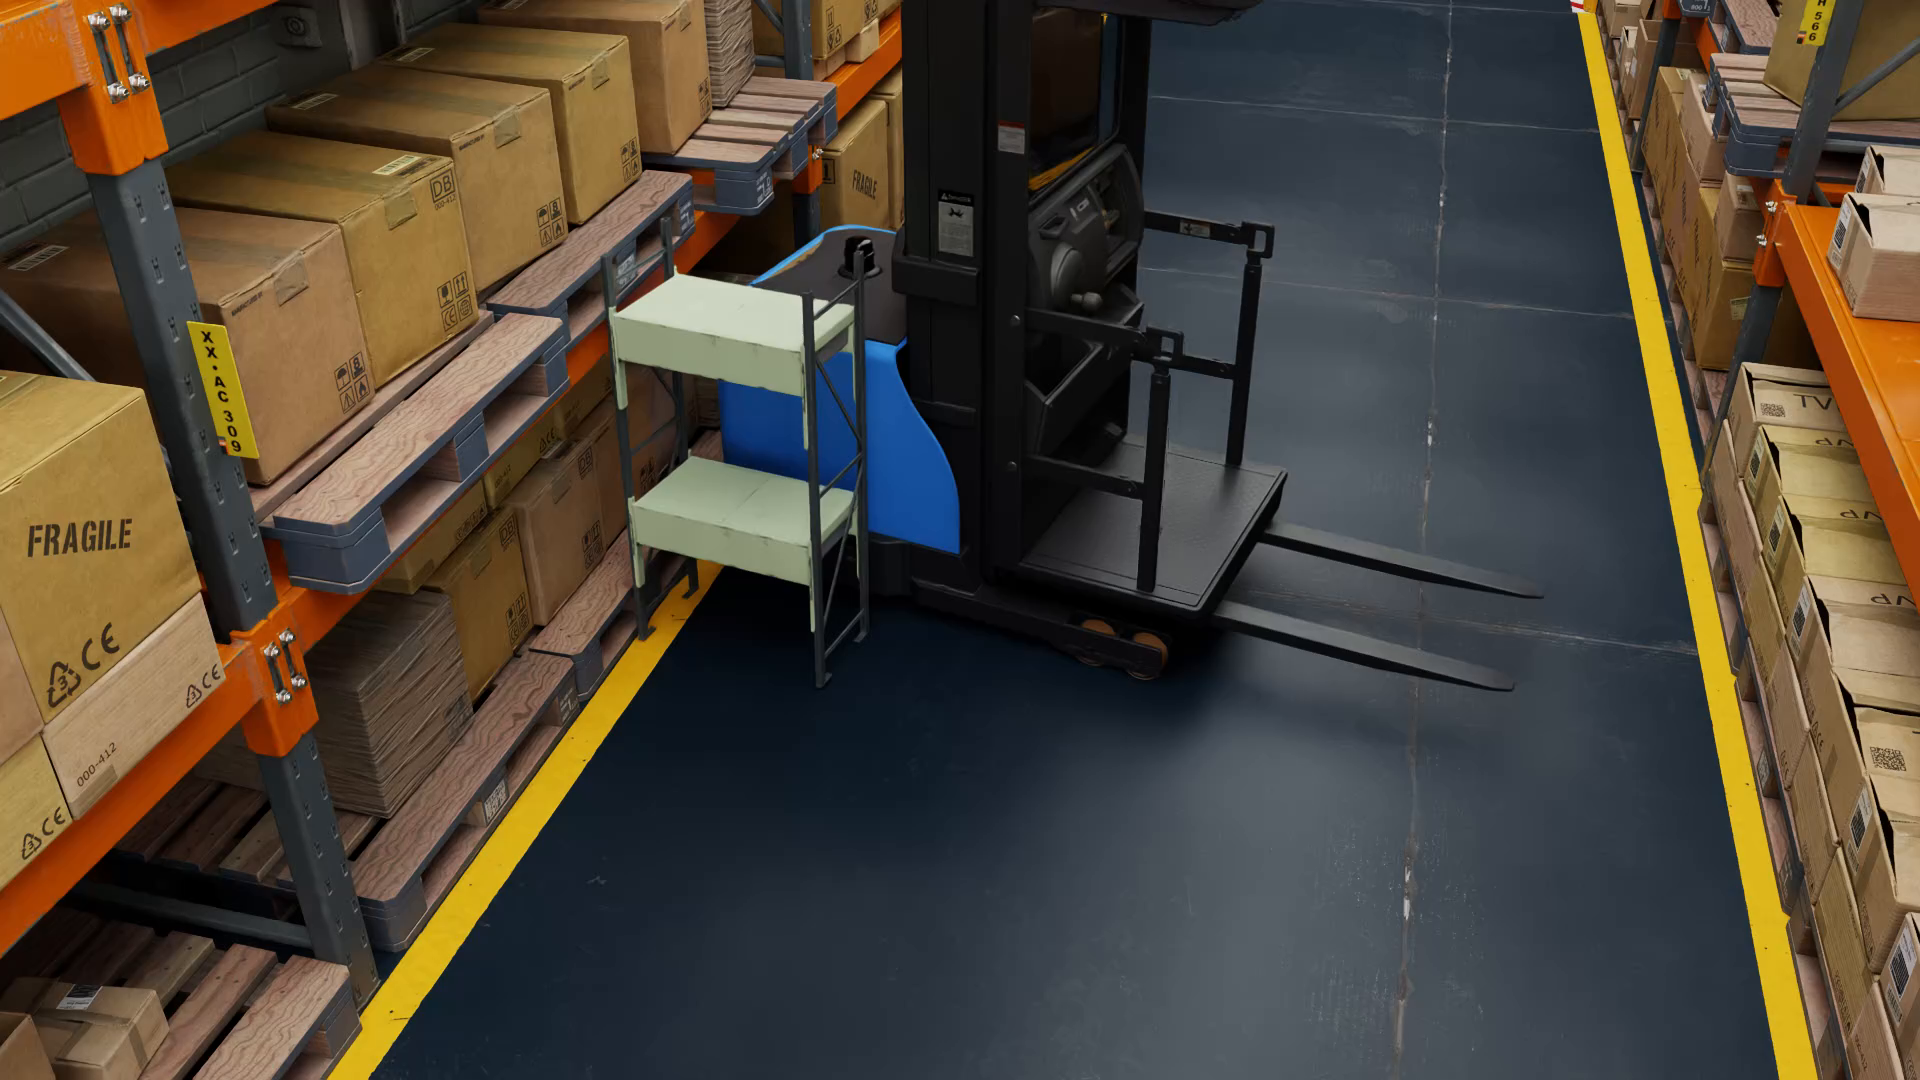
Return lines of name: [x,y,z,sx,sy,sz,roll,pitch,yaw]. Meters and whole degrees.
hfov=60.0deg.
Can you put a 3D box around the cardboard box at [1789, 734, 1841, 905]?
cardboard box: [2.726,0.841,4.802,0.500,0.250,0.500,9,33,13]

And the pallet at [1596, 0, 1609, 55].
pallet: [5.466,-3.956,12.777,1.003,0.211,1.213,8,33,12]

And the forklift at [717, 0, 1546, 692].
forklift: [0.625,-1.062,5.689,3.031,2.935,1.130,15,35,22]

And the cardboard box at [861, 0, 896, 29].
cardboard box: [-0.623,-2.772,7.925,0.500,0.500,0.500,9,34,14]

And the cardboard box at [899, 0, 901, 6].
cardboard box: [-0.450,-2.947,8.805,0.380,0.149,0.250,8,33,13]

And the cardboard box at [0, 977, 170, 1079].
cardboard box: [-2.258,1.260,4.203,0.380,0.166,0.250,4,33,6]

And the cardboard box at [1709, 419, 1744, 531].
cardboard box: [3.239,-0.220,6.472,0.500,0.250,0.500,8,33,12]

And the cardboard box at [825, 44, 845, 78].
cardboard box: [-0.756,-2.279,7.754,0.380,0.149,0.250,8,33,13]

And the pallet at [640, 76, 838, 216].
pallet: [-1.214,-1.642,6.716,1.213,0.211,1.003,8,33,12]

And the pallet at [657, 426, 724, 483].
pallet: [-1.336,-0.526,7.380,1.003,0.211,1.213,8,33,12]

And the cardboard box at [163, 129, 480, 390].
cardboard box: [-1.840,-0.808,4.722,0.700,0.500,0.500,11,34,17]

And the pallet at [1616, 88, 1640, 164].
pallet: [4.847,-2.690,10.785,1.003,0.211,1.213,8,33,12]

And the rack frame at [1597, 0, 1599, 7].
rack frame: [5.687,-5.587,12.742,1.000,3.000,0.127,8,33,12]

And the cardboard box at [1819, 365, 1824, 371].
cardboard box: [4.176,-1.036,7.503,0.500,0.500,0.500,7,33,11]

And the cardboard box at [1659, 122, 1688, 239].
cardboard box: [4.054,-1.887,8.842,0.500,0.500,0.500,8,33,13]

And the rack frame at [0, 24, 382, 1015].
rack frame: [-2.151,-0.032,4.004,1.000,3.000,0.127,8,33,12]

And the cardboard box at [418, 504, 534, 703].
cardboard box: [-1.898,0.178,5.594,0.700,0.500,0.500,7,33,11]

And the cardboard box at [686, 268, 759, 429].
cardboard box: [-1.268,-0.858,7.223,0.700,0.500,0.500,8,33,13]

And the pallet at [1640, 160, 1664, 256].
pallet: [4.502,-1.907,9.553,1.003,0.211,1.213,8,33,12]

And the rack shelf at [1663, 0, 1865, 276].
rack shelf: [4.164,-2.169,8.037,1.077,0.370,4.000,8,33,12]

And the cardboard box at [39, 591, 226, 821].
cardboard box: [-1.978,0.310,3.588,0.500,0.250,0.500,8,33,12]

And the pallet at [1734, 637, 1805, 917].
pallet: [3.098,0.795,5.303,1.003,0.211,1.213,8,33,12]

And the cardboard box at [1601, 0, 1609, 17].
cardboard box: [5.147,-4.109,12.570,0.500,0.250,0.500,8,33,12]

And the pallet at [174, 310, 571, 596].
pallet: [-1.817,-0.328,4.648,1.003,0.211,1.213,8,33,12]

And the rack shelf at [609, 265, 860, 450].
rack shelf: [-0.744,-0.623,5.590,0.720,0.370,0.431,13,33,19]

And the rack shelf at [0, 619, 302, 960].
rack shelf: [-2.659,1.310,2.565,1.077,0.370,4.000,8,33,12]

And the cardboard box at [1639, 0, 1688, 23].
cardboard box: [5.143,-3.619,11.563,0.797,0.503,0.637,8,33,12]

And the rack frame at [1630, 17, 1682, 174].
rack frame: [4.671,-3.511,9.477,1.000,3.000,0.127,8,33,12]

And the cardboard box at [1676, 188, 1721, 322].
cardboard box: [3.798,-1.352,8.000,0.500,0.500,0.500,7,33,11]

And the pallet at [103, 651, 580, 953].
pallet: [-1.955,0.741,5.388,1.003,0.211,1.213,8,33,12]

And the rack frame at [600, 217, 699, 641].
rack frame: [-1.088,-0.365,5.909,0.023,1.500,0.400,13,33,19]

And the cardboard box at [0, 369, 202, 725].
cardboard box: [-1.972,-0.006,3.386,0.500,0.500,0.500,8,33,12]

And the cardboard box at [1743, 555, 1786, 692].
cardboard box: [2.987,0.311,5.636,0.500,0.250,0.500,7,33,11]

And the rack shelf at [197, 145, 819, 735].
rack shelf: [-1.644,-0.766,5.830,1.077,0.370,4.000,8,33,12]

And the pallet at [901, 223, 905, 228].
pallet: [-0.552,-1.961,9.638,1.003,0.211,1.213,8,33,12]

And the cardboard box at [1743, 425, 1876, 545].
cardboard box: [3.114,-0.183,5.891,0.500,0.311,0.500,7,33,11]

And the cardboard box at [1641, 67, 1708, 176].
cardboard box: [4.313,-2.424,9.687,0.500,0.500,0.500,7,33,10]

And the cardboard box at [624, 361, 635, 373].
cardboard box: [-1.474,-0.887,6.570,0.500,0.250,0.500,9,33,13]

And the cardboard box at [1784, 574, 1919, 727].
cardboard box: [2.853,0.348,5.055,0.500,0.311,0.500,8,33,12]

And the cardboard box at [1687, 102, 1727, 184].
cardboard box: [3.932,-1.961,8.260,0.500,0.250,0.500,7,33,11]

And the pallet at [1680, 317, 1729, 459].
pallet: [3.882,-0.641,7.561,1.003,0.211,1.213,8,33,12]

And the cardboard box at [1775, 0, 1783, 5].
cardboard box: [4.283,-2.805,7.882,0.700,0.500,0.500,0,32,0]

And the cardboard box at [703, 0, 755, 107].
cardboard box: [-1.246,-2.090,6.739,0.700,0.500,0.500,4,33,7]

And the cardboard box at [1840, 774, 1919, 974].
cardboard box: [2.593,0.867,4.239,0.500,0.311,0.500,9,34,14]

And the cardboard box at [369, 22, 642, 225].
cardboard box: [-1.540,-1.441,5.717,0.700,0.500,0.500,8,33,12]

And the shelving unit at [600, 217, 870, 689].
shelving unit: [-0.750,-0.288,5.790,0.755,1.500,0.431,13,33,19]

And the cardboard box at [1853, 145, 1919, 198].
cardboard box: [3.522,-1.215,5.948,0.500,0.311,0.500,10,34,15]

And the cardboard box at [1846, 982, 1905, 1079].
cardboard box: [2.466,1.369,3.972,0.500,0.250,0.500,8,33,12]

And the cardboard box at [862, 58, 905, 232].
cardboard box: [-0.594,-2.195,9.019,0.750,0.750,0.750,8,33,12]

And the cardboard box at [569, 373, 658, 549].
cardboard box: [-1.610,-0.345,6.416,0.700,0.500,0.500,8,33,12]

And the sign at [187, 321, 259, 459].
sign: [-1.624,-0.327,3.662,0.100,0.325,0.005,8,33,12]

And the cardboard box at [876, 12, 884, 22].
cardboard box: [-0.605,-2.688,8.399,0.380,0.149,0.250,9,33,13]

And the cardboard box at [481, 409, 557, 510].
cardboard box: [-1.744,-0.363,5.746,0.500,0.250,0.500,7,33,11]

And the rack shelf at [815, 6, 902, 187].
rack shelf: [-0.629,-2.842,9.095,1.077,0.370,4.000,8,33,12]

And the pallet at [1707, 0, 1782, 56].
pallet: [4.145,-2.364,7.851,1.003,0.211,1.213,8,33,12]

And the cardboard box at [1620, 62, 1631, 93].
cardboard box: [4.579,-3.030,10.968,0.380,0.149,0.250,8,33,12]
